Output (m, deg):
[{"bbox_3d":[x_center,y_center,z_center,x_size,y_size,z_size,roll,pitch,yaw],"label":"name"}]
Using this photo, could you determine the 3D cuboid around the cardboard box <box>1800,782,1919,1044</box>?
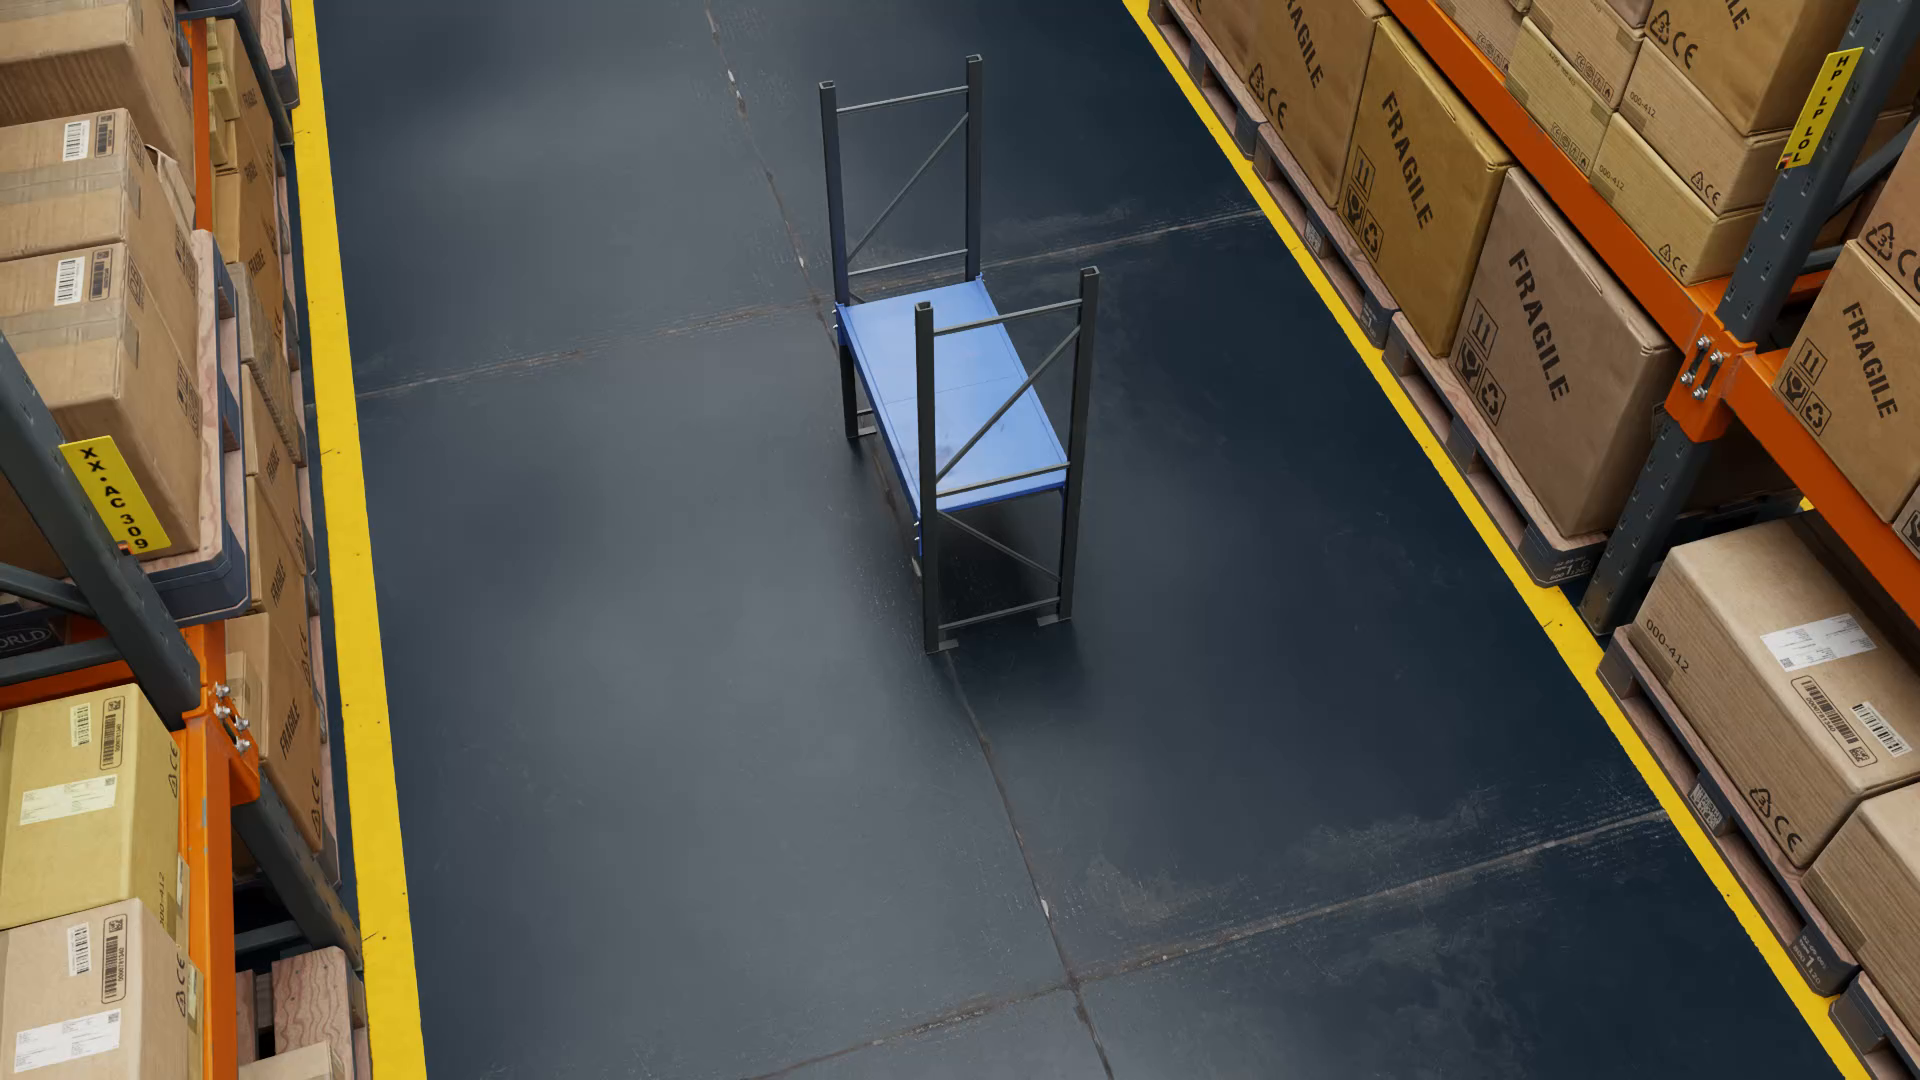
[{"bbox_3d":[2.901,1.027,4.324,0.875,0.438,0.875,-15,51,-12],"label":"cardboard box"}]

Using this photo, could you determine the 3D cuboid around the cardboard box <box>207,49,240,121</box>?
[{"bbox_3d":[-2.872,-1.640,6.107,0.380,0.149,0.250,-16,52,-13],"label":"cardboard box"}]

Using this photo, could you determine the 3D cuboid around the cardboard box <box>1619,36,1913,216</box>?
[{"bbox_3d":[2.190,-1.180,4.554,0.500,0.250,0.500,-13,51,-11],"label":"cardboard box"}]

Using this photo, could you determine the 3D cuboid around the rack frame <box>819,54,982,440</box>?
[{"bbox_3d":[-0.176,-0.917,5.542,0.500,1.500,0.032,-13,51,-11],"label":"rack frame"}]

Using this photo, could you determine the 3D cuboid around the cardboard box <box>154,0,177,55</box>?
[{"bbox_3d":[-2.711,-1.615,4.808,0.797,0.503,0.637,-14,51,-12],"label":"cardboard box"}]

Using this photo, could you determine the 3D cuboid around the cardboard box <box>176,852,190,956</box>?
[{"bbox_3d":[-1.755,0.767,3.306,0.380,0.149,0.250,-12,51,-10],"label":"cardboard box"}]

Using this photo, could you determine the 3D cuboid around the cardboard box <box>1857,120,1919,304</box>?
[{"bbox_3d":[2.462,-0.752,3.703,0.500,0.500,0.500,-13,51,-11],"label":"cardboard box"}]

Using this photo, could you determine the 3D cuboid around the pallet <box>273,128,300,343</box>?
[{"bbox_3d":[-3.186,-1.144,6.577,1.003,0.211,1.213,-13,51,-11],"label":"pallet"}]

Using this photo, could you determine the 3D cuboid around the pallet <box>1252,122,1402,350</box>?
[{"bbox_3d":[1.888,-1.341,6.742,1.003,0.211,1.213,-13,51,-11],"label":"pallet"}]

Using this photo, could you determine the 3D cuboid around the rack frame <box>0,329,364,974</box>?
[{"bbox_3d":[-2.188,0.325,3.514,1.000,3.000,0.127,-13,51,-11],"label":"rack frame"}]

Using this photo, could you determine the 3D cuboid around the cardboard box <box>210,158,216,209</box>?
[{"bbox_3d":[-2.802,-1.234,5.765,0.380,0.149,0.250,-12,51,-10],"label":"cardboard box"}]

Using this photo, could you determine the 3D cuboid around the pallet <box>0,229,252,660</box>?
[{"bbox_3d":[-2.320,-0.222,4.101,1.003,0.211,1.213,-13,51,-11],"label":"pallet"}]

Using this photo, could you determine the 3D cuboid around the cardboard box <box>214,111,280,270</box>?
[{"bbox_3d":[-2.902,-1.298,6.243,0.500,0.500,0.500,-14,51,-12],"label":"cardboard box"}]

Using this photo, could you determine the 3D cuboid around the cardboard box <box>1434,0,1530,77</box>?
[{"bbox_3d":[1.899,-1.768,5.377,0.500,0.250,0.500,-15,51,-12],"label":"cardboard box"}]

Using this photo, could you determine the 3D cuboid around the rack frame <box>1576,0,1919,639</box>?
[{"bbox_3d":[2.553,-0.800,4.463,1.000,3.000,0.127,-13,51,-11],"label":"rack frame"}]

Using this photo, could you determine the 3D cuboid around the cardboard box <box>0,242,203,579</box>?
[{"bbox_3d":[-2.117,-0.247,3.656,0.700,0.500,0.500,-12,51,-10],"label":"cardboard box"}]

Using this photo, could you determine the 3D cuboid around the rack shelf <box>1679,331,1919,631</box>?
[{"bbox_3d":[3.144,0.892,3.507,1.077,0.370,4.000,-13,51,-11],"label":"rack shelf"}]

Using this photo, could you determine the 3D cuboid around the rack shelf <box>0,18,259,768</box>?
[{"bbox_3d":[-2.779,-0.904,5.021,1.077,0.370,4.000,-13,51,-11],"label":"rack shelf"}]

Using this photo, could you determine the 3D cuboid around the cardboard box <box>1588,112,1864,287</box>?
[{"bbox_3d":[2.179,-1.023,4.748,0.500,0.250,0.500,-14,51,-12],"label":"cardboard box"}]

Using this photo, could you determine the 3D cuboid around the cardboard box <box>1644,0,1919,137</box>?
[{"bbox_3d":[2.181,-1.425,4.270,0.500,0.500,0.500,-12,51,-10],"label":"cardboard box"}]

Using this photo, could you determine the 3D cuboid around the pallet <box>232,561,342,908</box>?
[{"bbox_3d":[-2.464,0.638,5.074,1.003,0.211,1.213,-13,51,-11],"label":"pallet"}]

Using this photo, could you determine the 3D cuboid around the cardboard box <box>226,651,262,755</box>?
[{"bbox_3d":[-2.040,0.464,4.333,0.380,0.149,0.250,-11,51,-9],"label":"cardboard box"}]

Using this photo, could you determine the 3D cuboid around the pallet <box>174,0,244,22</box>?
[{"bbox_3d":[-3.103,-2.056,5.647,1.213,0.211,1.003,-13,51,-11],"label":"pallet"}]

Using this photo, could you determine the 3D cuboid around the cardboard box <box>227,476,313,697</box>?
[{"bbox_3d":[-2.283,0.204,4.976,0.500,0.500,0.500,-14,51,-11],"label":"cardboard box"}]

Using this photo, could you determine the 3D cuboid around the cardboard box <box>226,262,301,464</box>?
[{"bbox_3d":[-2.574,-0.542,5.605,0.500,0.500,0.500,-15,51,-12],"label":"cardboard box"}]

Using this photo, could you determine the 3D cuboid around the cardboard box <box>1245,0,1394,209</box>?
[{"bbox_3d":[1.755,-1.997,6.586,0.875,0.875,0.875,-13,51,-11],"label":"cardboard box"}]

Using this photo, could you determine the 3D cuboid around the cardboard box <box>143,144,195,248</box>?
[{"bbox_3d":[-2.232,-0.869,4.334,0.396,0.266,0.258,-11,51,-9],"label":"cardboard box"}]

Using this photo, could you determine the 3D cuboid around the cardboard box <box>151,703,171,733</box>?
[{"bbox_3d":[-2.098,0.381,4.208,0.380,0.149,0.250,-14,51,-12],"label":"cardboard box"}]

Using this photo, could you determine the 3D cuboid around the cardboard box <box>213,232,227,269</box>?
[{"bbox_3d":[-2.617,-0.857,5.447,0.380,0.149,0.250,-16,52,-13],"label":"cardboard box"}]

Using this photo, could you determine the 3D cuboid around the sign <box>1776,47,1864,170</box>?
[{"bbox_3d":[2.037,-1.018,3.941,0.100,0.325,0.005,-13,51,-11],"label":"sign"}]

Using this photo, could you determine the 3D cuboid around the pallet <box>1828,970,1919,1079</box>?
[{"bbox_3d":[3.067,1.564,4.293,1.003,0.211,1.213,-13,51,-11],"label":"pallet"}]

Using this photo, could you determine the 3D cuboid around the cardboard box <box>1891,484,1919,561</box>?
[{"bbox_3d":[2.586,-0.062,3.775,0.500,0.500,0.500,-13,51,-11],"label":"cardboard box"}]

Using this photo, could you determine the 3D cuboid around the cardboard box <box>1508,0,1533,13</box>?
[{"bbox_3d":[1.876,-1.921,5.178,0.500,0.250,0.500,-12,51,-10],"label":"cardboard box"}]

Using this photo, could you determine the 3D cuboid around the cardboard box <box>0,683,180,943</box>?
[{"bbox_3d":[-1.804,0.594,3.191,0.500,0.250,0.500,-12,51,-10],"label":"cardboard box"}]

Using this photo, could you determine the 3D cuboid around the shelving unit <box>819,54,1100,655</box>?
[{"bbox_3d":[-0.025,-0.546,5.229,0.538,1.500,1.048,-13,51,-11],"label":"shelving unit"}]

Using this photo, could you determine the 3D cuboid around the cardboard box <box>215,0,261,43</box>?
[{"bbox_3d":[-3.542,-2.426,7.111,0.875,0.625,0.625,-12,51,-10],"label":"cardboard box"}]

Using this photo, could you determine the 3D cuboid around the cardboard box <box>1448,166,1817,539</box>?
[{"bbox_3d":[2.293,-0.686,5.481,0.875,0.875,0.875,-12,51,-10],"label":"cardboard box"}]
